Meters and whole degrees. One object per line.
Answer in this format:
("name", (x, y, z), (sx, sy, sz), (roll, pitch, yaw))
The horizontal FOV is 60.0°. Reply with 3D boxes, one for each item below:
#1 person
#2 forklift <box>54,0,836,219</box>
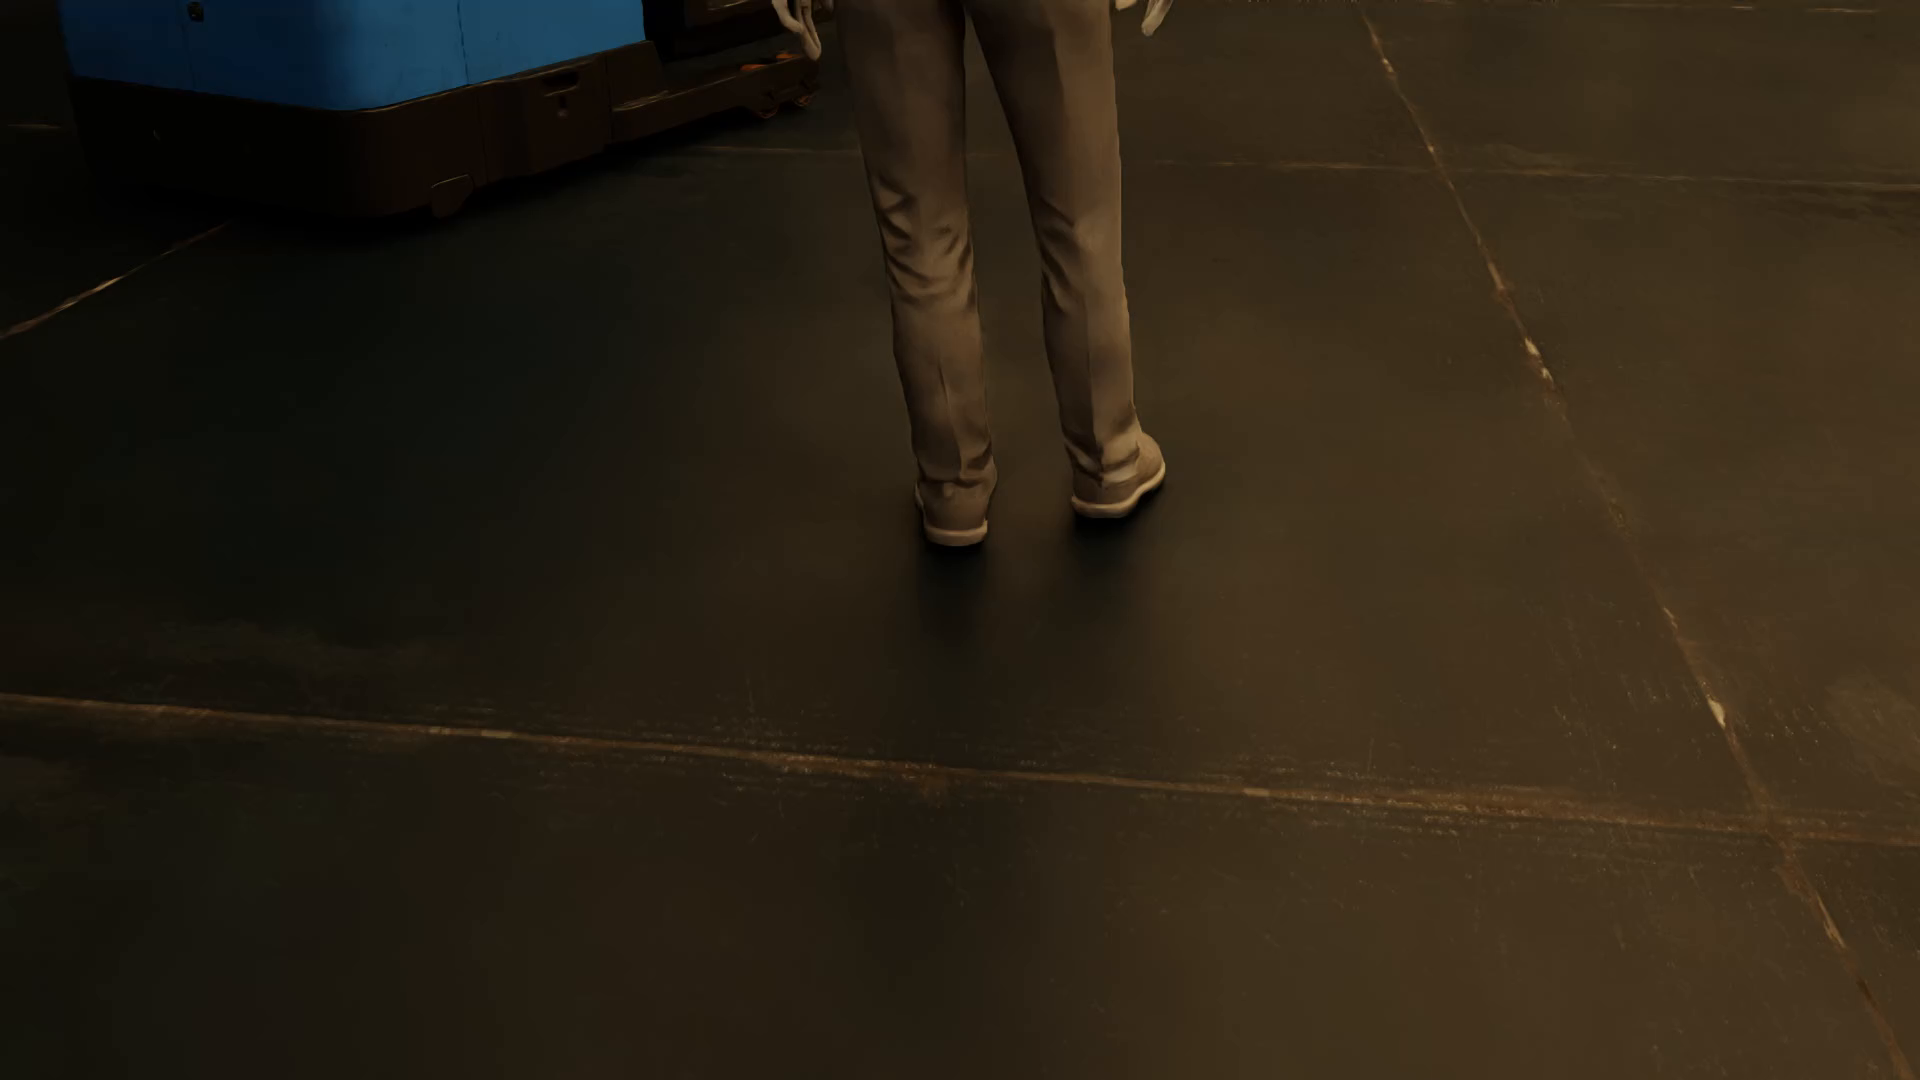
("person", (0.016, -0.794, 2.178), (0.586, 1.695, 0.533), (3, 27, 7))
("forklift", (-1.100, -2.679, 4.588), (1.130, 2.935, 3.031), (13, 29, 24))
